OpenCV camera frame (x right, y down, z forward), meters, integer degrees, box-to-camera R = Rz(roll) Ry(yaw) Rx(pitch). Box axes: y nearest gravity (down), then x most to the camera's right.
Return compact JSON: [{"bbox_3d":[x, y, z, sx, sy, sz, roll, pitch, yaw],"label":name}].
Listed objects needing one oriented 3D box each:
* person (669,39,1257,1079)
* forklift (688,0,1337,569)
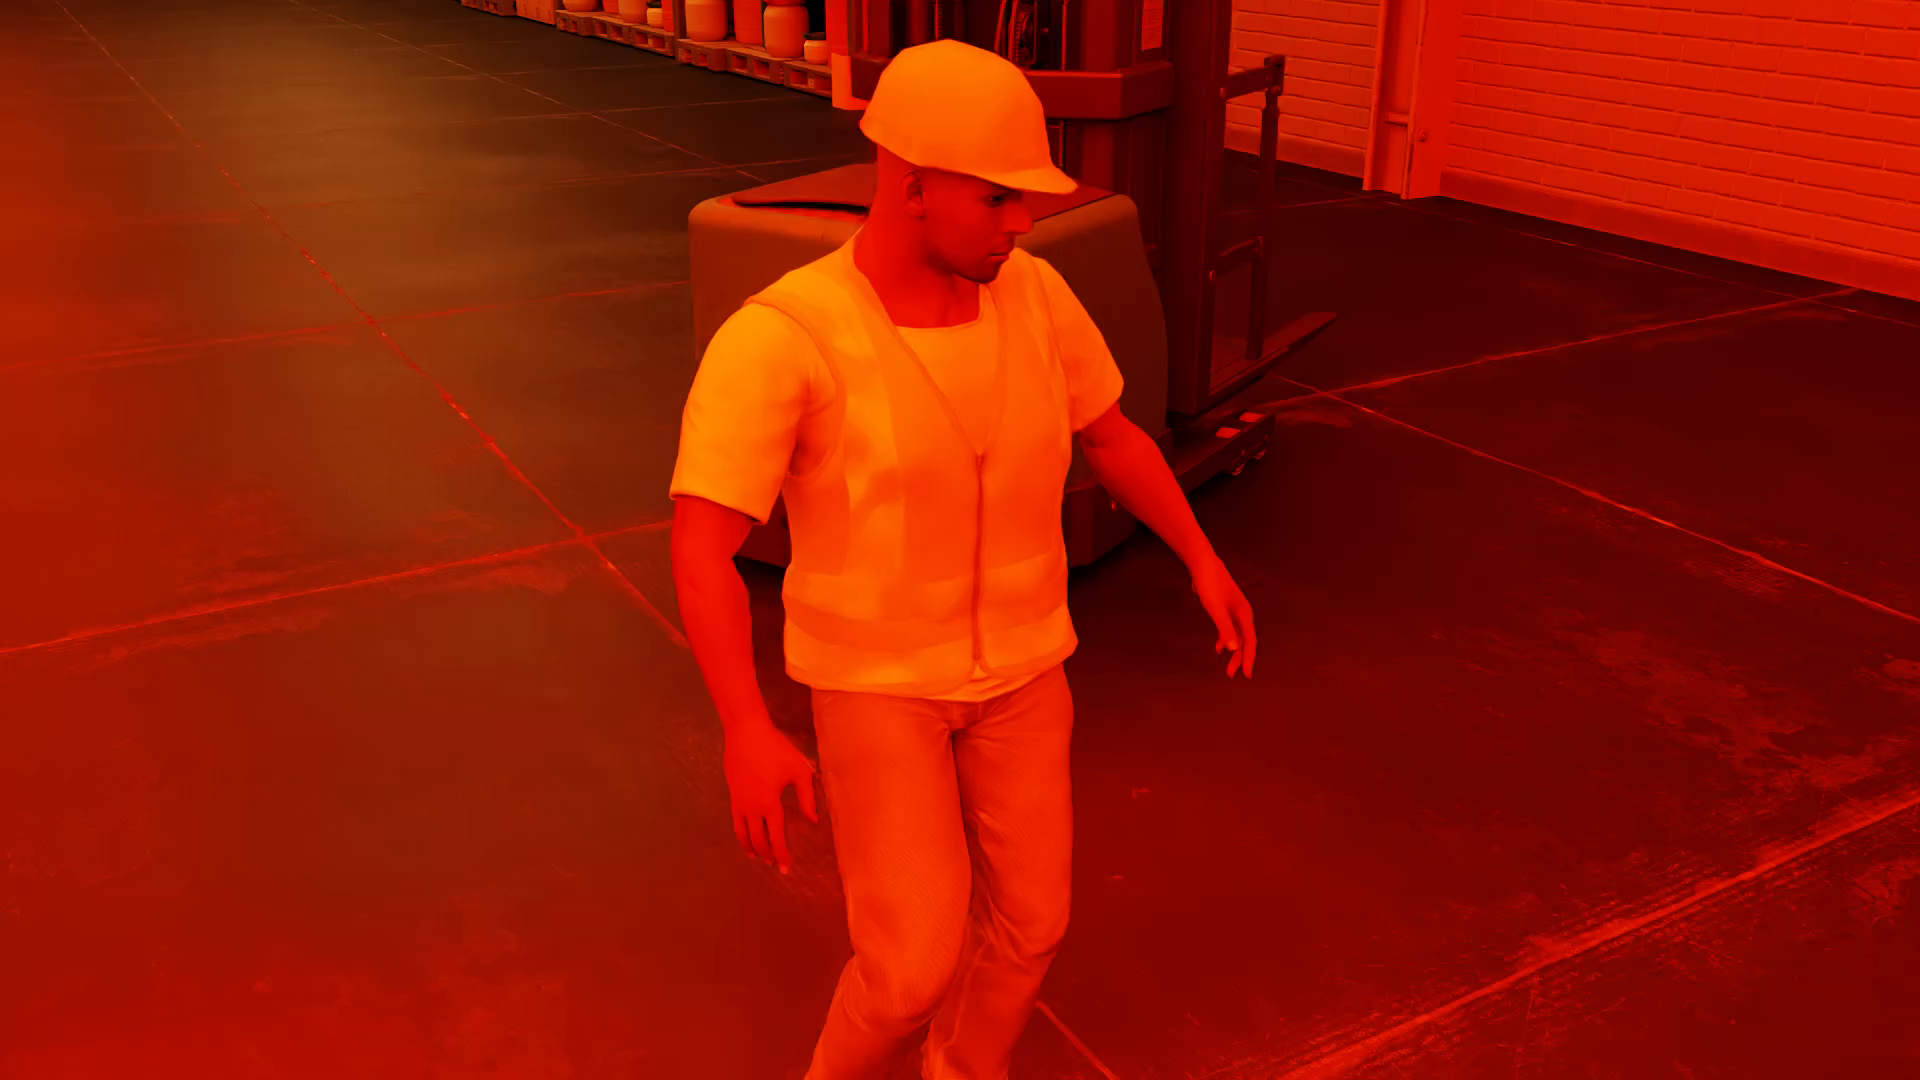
[{"bbox_3d":[0.027,0.202,2.383,0.858,1.761,0.499,-11,25,-25],"label":"person"},{"bbox_3d":[0.449,-1.661,5.321,1.130,2.935,3.031,14,26,30],"label":"forklift"}]
